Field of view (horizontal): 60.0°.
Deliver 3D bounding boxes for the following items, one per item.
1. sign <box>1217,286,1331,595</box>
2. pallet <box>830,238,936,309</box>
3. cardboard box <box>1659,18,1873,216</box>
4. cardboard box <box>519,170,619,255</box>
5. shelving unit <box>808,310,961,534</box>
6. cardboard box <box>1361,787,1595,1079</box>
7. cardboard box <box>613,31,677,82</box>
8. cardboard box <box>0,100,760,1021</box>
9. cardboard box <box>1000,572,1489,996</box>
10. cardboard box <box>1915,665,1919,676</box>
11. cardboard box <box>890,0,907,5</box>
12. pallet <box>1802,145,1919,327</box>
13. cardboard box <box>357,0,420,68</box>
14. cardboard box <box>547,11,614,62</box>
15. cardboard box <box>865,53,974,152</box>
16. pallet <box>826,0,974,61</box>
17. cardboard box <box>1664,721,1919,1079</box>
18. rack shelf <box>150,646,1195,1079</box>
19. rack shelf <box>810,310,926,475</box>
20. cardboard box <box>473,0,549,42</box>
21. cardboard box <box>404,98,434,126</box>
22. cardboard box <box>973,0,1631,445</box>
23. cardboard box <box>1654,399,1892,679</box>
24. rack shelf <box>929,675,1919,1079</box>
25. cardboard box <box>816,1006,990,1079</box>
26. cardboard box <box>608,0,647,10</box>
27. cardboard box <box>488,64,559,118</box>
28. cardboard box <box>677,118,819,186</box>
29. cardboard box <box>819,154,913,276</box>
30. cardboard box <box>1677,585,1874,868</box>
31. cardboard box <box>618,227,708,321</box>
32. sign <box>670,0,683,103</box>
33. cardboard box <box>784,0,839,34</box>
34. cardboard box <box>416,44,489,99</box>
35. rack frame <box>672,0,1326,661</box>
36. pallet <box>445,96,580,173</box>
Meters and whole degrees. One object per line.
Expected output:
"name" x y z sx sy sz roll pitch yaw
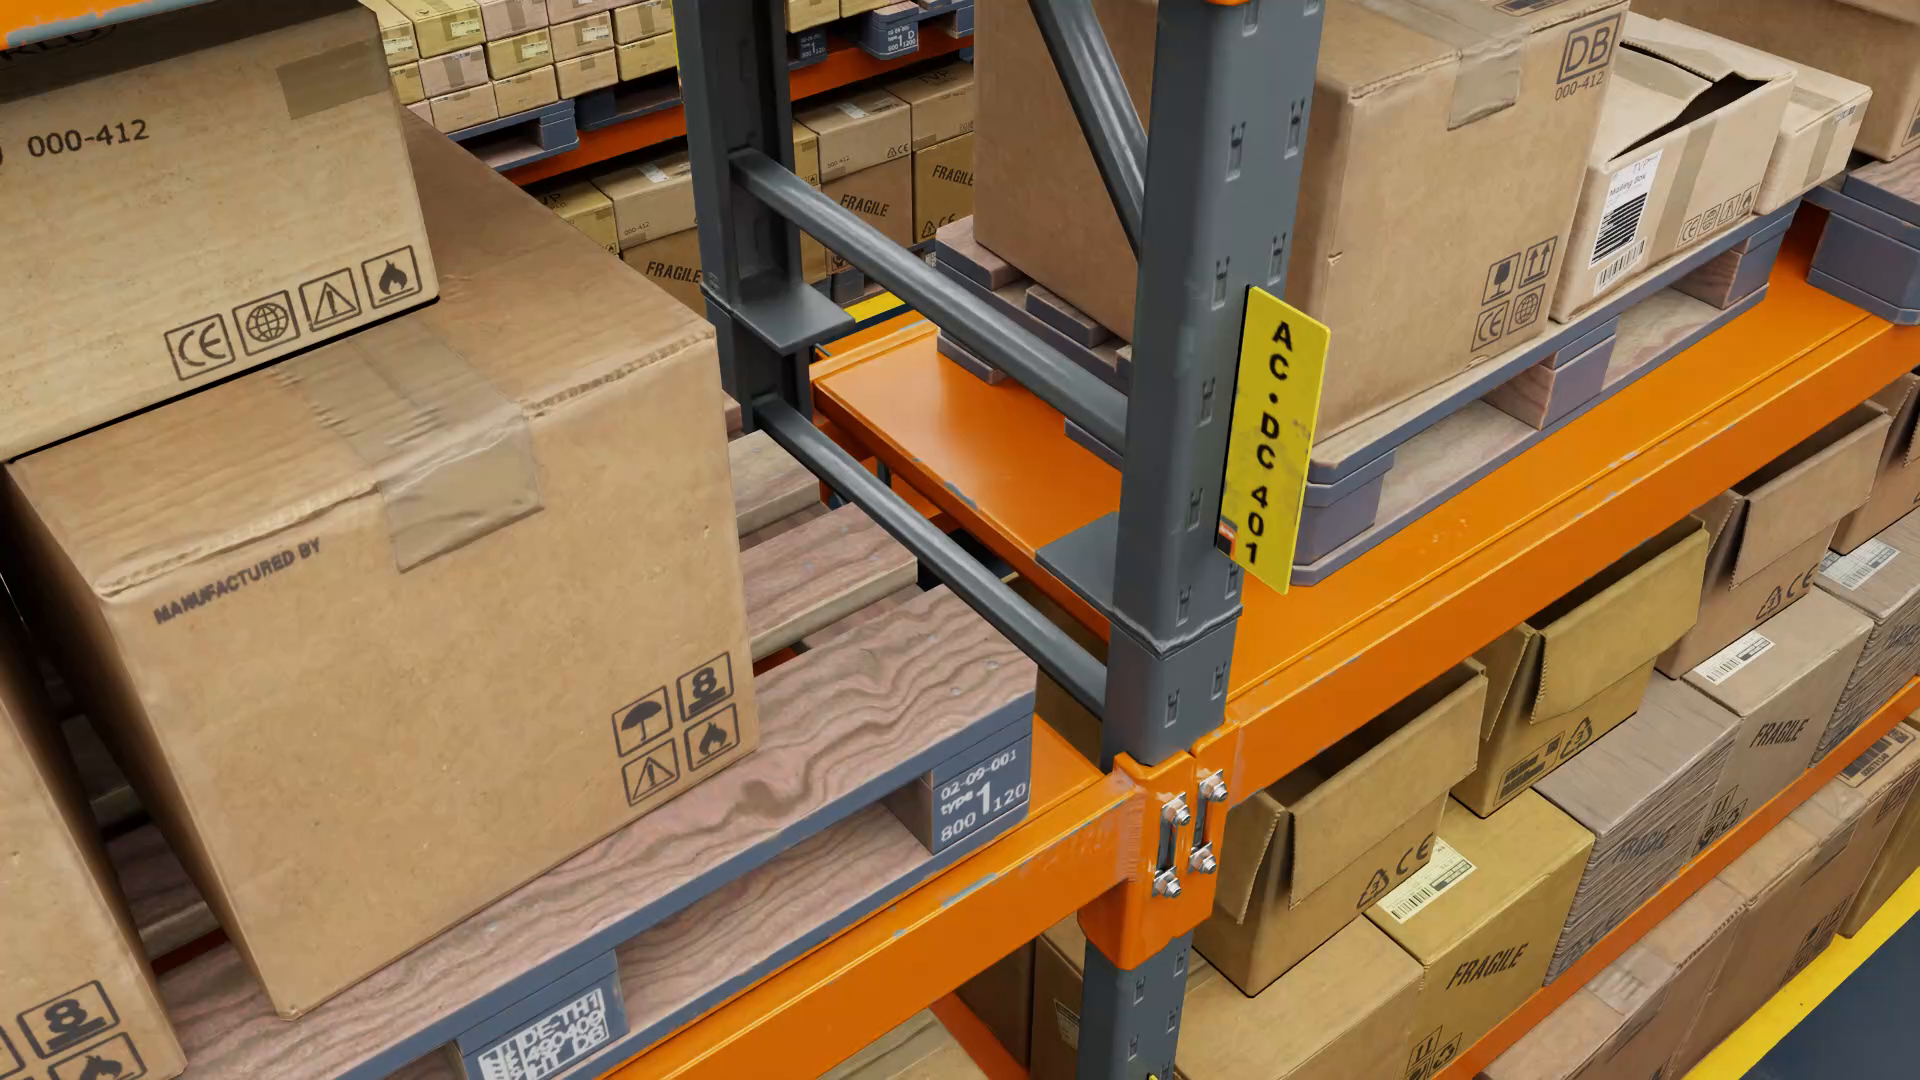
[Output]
"sign" 0.309 -0.092 1.662 0.005 0.325 0.100 -26 46 -28
"pallet" -0.421 -1.681 8.632 1.213 0.211 1.003 -26 46 -28
"cardboard box" 1.242 -0.706 2.747 0.250 0.149 0.380 -28 47 -30
"cardboard box" -1.805 -1.360 7.091 0.500 0.250 0.500 -25 45 -27
"shelving unit" -0.005 -0.432 6.390 1.048 1.125 0.538 -26 46 -28
"cardboard box" 0.885 0.734 3.412 0.500 0.500 0.500 -26 46 -28
"cardboard box" -1.348 -2.008 6.699 0.250 0.149 0.380 -27 46 -29
"cardboard box" -0.614 -0.047 1.589 0.500 0.500 0.700 -29 47 -30
"cardboard box" 0.471 0.342 3.098 0.637 0.503 0.797 -27 47 -29
"cardboard box" 2.502 -0.060 4.379 0.500 0.500 0.500 -26 46 -28
"cardboard box" -0.313 -2.509 7.310 0.250 0.149 0.380 -25 46 -27
"pallet" 1.778 -0.904 3.271 1.213 0.211 1.003 -24 45 -26
"cardboard box" -2.162 -1.841 6.027 0.250 0.149 0.380 -25 45 -27
"cardboard box" -1.553 -2.022 6.483 0.250 0.149 0.380 -24 45 -26
"cardboard box" -0.183 -2.150 8.054 0.500 0.250 0.500 -27 47 -29
"pallet" -0.301 -2.657 7.775 1.003 0.211 1.213 -26 46 -28
"cardboard box" 1.870 0.729 4.840 0.875 0.875 1.225 -26 46 -28
"rack shelf" -1.616 0.911 1.477 4.000 0.370 1.077 -26 46 -28
"rack shelf" -0.005 -0.659 6.204 1.000 0.278 0.538 -26 46 -28
"cardboard box" -1.758 -2.034 6.262 0.250 0.149 0.380 -27 46 -29
"cardboard box" -2.163 -1.610 6.215 0.250 0.149 0.380 -25 46 -27
"cardboard box" 0.424 -0.571 2.305 0.500 0.500 0.700 -25 45 -27
"cardboard box" 1.506 -0.166 3.717 0.637 0.503 0.797 -24 45 -27
"rack shelf" 1.556 0.525 4.313 4.000 0.370 1.077 -26 46 -28
"cardboard box" -0.232 0.985 2.477 0.500 0.500 0.500 -25 45 -27
"cardboard box" -1.355 -2.230 6.502 0.250 0.149 0.380 -24 45 -27
"cardboard box" -1.763 -1.801 6.448 0.250 0.149 0.380 -26 46 -28
"cardboard box" -0.990 -1.760 7.579 0.500 0.250 0.500 -25 45 -27
"cardboard box" -0.577 -1.671 8.062 0.500 0.500 0.500 -24 45 -26
"cardboard box" 1.689 0.338 3.894 0.500 0.500 0.500 -25 46 -27
"cardboard box" -1.399 -1.277 7.581 0.500 0.500 0.500 -25 46 -27
"sign" -0.368 -0.731 2.255 0.005 0.325 0.100 -26 46 -28
"cardboard box" -0.726 -2.309 7.067 0.250 0.149 0.380 -28 47 -30
"cardboard box" -1.971 -1.816 6.231 0.250 0.149 0.380 -25 45 -27
"rack frame" -0.030 -1.300 1.240 0.127 3.000 1.000 -26 46 -28
"pallet" -2.278 -1.662 6.562 1.213 0.211 1.003 -26 46 -28
